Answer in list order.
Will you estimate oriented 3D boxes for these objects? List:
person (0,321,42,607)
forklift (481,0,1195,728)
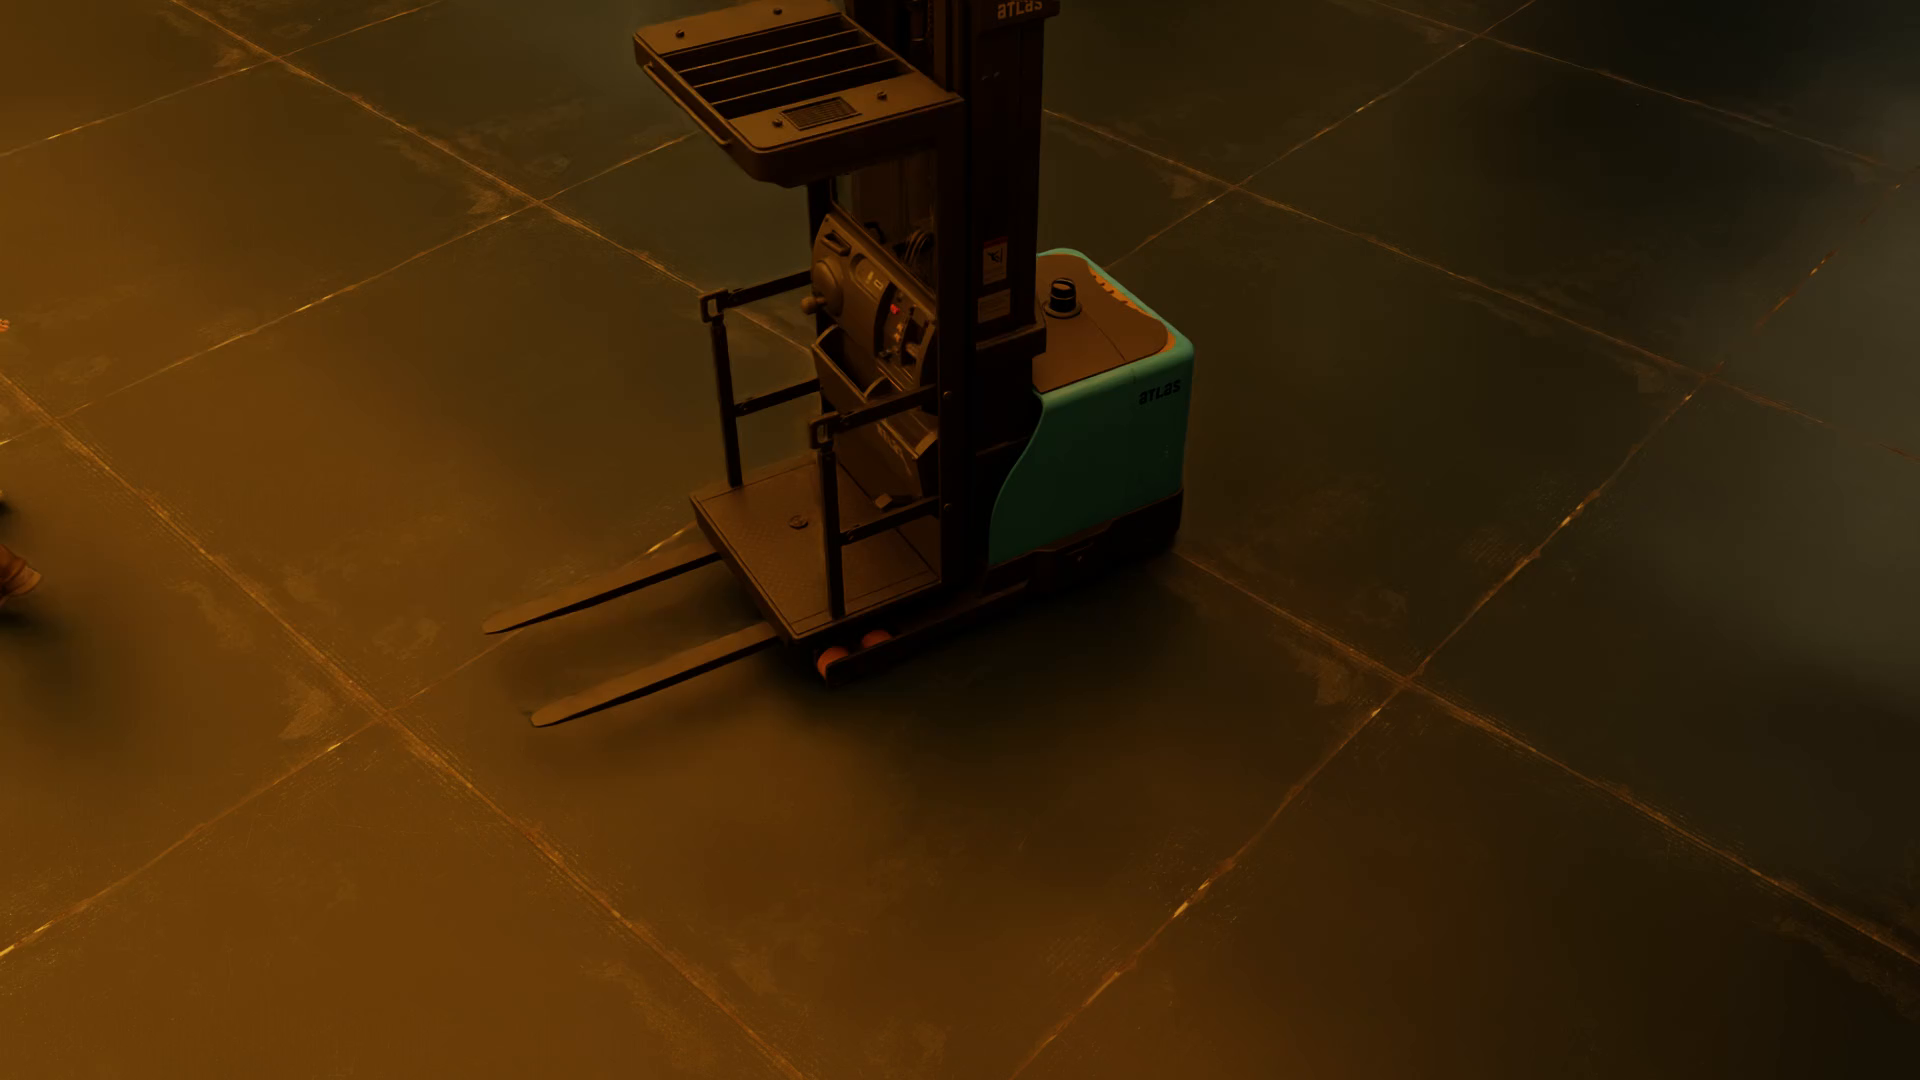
[{"bbox_3d":[-4.435,-0.565,7.164,0.611,1.692,1.220,-11,42,-13],"label":"person"},{"bbox_3d":[-0.524,-0.901,6.478,3.031,2.935,1.130,-21,45,-23],"label":"forklift"}]
